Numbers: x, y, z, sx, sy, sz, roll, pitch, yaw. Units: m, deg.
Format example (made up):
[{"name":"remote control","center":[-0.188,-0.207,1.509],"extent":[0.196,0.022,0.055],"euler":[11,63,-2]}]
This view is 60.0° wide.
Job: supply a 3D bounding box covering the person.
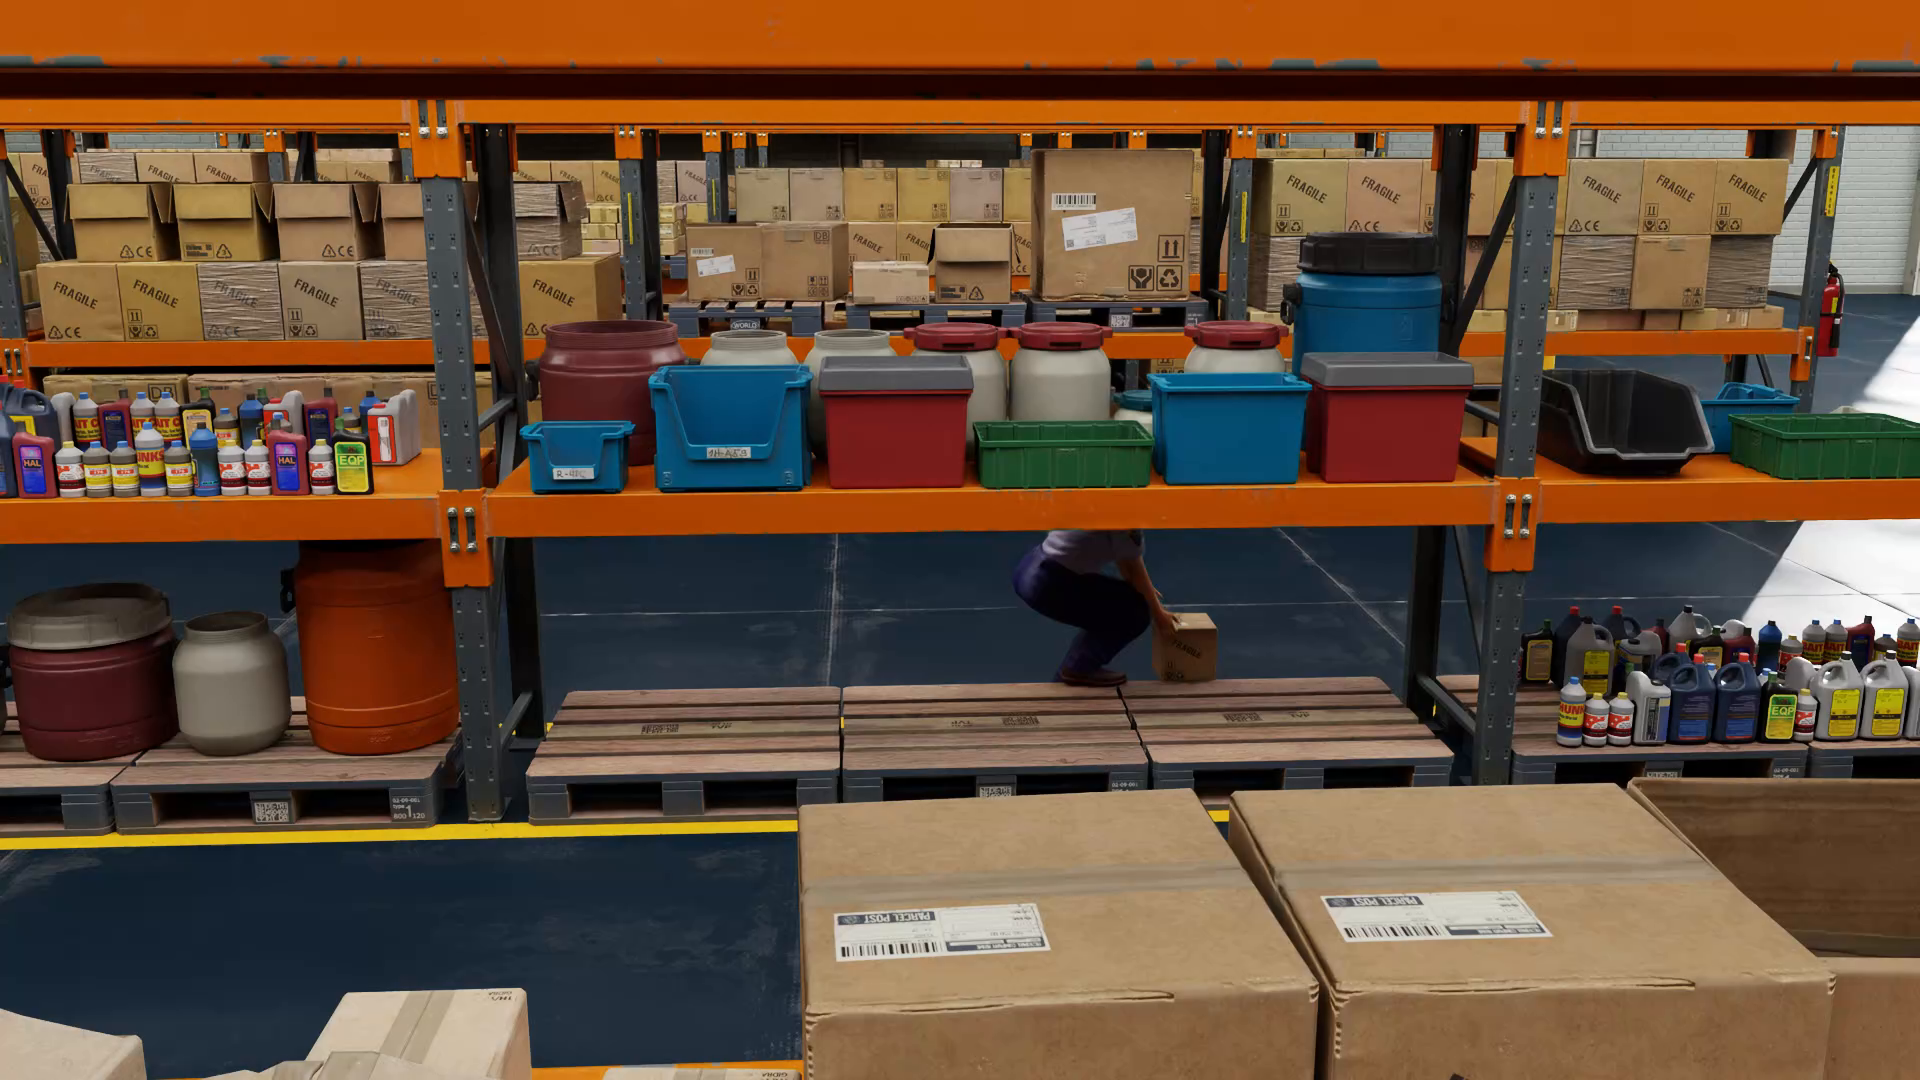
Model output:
[{"name":"person","center":[0.607,0.207,7.547],"extent":[0.738,1.239,0.542],"euler":[-1,14,-3]}]
